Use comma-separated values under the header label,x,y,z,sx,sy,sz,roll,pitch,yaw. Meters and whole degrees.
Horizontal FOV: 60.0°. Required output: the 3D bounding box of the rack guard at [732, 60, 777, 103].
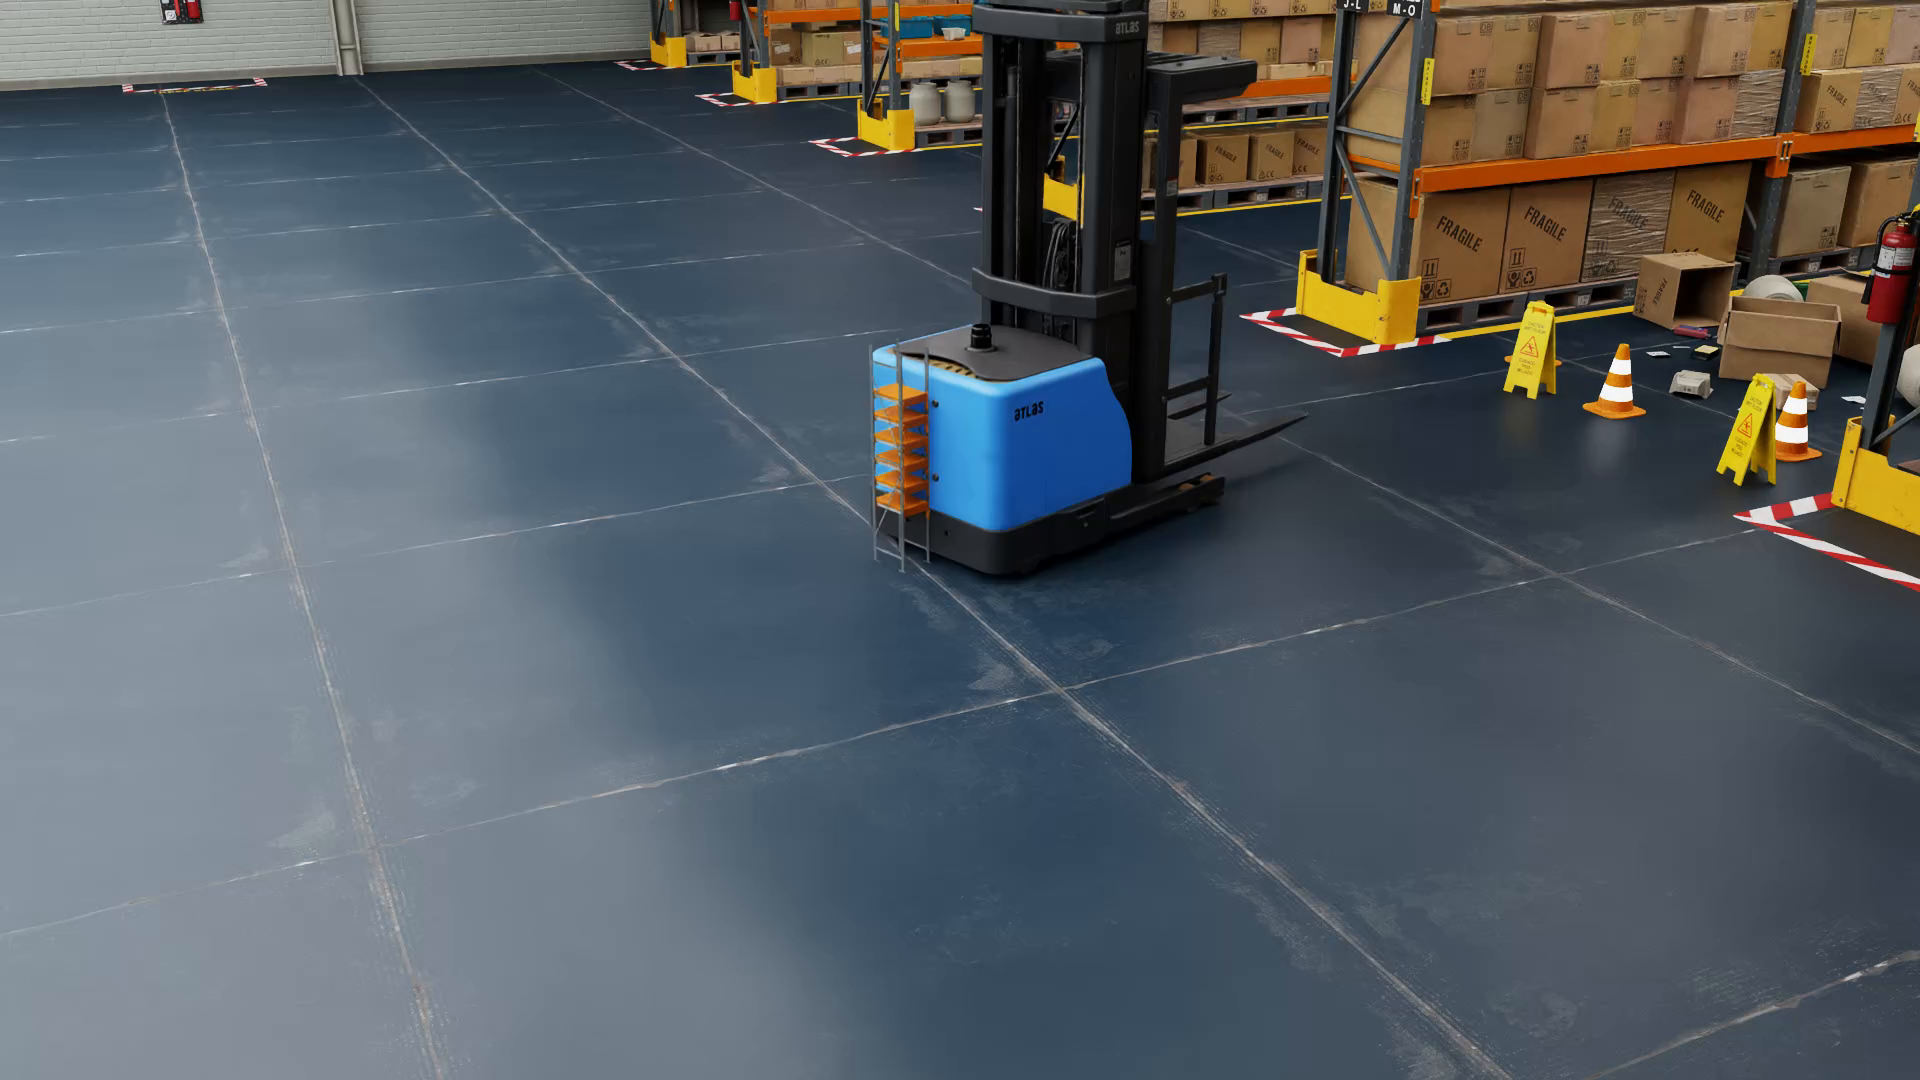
label,x,y,z,sx,sy,sz,roll,pitch,yaw
rack guard,-3.183,-7.099,25.724,0.348,0.500,1.175,-10,25,-24

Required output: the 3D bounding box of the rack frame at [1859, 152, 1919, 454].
label,x,y,z,sx,sy,sz,roll,pitch,yaw
rack frame,5.429,-1.429,8.756,0.127,3.000,1.000,-10,25,-24

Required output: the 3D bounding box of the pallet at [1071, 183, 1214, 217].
label,x,y,z,sx,sy,sz,roll,pitch,yaw
pallet,1.947,-3.691,17.866,1.213,0.211,1.003,-10,25,-24

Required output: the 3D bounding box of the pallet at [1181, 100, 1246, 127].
label,x,y,z,sx,sy,sz,roll,pitch,yaw
pallet,3.278,-6.069,23.613,1.213,0.211,1.003,-10,25,-24

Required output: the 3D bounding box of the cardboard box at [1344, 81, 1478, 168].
label,x,y,z,sx,sy,sz,roll,pitch,yaw
cardboard box,3.506,-3.264,12.994,0.550,0.550,0.875,-10,25,-24

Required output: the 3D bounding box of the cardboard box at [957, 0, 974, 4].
label,x,y,z,sx,sy,sz,roll,pitch,yaw
cardboard box,0.045,-8.892,26.656,0.500,0.500,0.700,-11,25,-25

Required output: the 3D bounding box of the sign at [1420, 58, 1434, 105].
label,x,y,z,sx,sy,sz,roll,pitch,yaw
sign,3.427,-3.362,12.191,0.005,0.325,0.100,-10,25,-24

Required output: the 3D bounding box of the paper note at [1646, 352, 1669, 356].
label,x,y,z,sx,sy,sz,roll,pitch,yaw
paper note,5.303,-1.413,12.603,0.142,0.017,0.144,-2,23,-5

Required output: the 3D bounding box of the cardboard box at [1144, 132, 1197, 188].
label,x,y,z,sx,sy,sz,roll,pitch,yaw
cardboard box,2.225,-4.092,17.908,0.500,0.500,0.500,-4,23,-10

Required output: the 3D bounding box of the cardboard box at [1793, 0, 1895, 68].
label,x,y,z,sx,sy,sz,roll,pitch,yaw
cardboard box,7.703,-4.460,14.641,0.500,0.500,0.700,-11,25,-24

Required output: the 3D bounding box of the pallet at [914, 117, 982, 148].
label,x,y,z,sx,sy,sz,roll,pitch,yaw
pallet,-0.234,-5.424,22.054,1.213,0.211,1.003,-10,25,-24

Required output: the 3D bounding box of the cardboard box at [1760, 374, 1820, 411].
label,x,y,z,sx,sy,sz,roll,pitch,yaw
cardboard box,5.733,-1.025,11.508,0.250,0.149,0.380,2,23,4

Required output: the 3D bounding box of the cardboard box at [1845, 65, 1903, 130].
label,x,y,z,sx,sy,sz,roll,pitch,yaw
cardboard box,7.841,-3.906,14.610,0.500,0.500,0.500,-10,25,-23

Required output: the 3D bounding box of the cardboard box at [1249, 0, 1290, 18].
label,x,y,z,sx,sy,sz,roll,pitch,yaw
cardboard box,3.096,-5.736,17.334,0.500,0.500,0.500,-10,25,-24

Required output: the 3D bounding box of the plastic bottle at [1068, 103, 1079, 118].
label,x,y,z,sx,sy,sz,roll,pitch,yaw
plastic bottle,1.520,-5.842,22.403,0.135,0.276,0.152,-10,24,-23

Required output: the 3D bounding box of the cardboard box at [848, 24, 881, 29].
label,x,y,z,sx,sy,sz,roll,pitch,yaw
cardboard box,-1.462,-7.973,26.632,0.500,0.500,0.500,-10,25,-24

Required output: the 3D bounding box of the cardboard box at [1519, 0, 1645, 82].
label,x,y,z,sx,sy,sz,roll,pitch,yaw
cardboard box,4.983,-4.036,13.447,0.500,0.550,0.875,-10,25,-24

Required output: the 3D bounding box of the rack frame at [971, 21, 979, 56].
label,x,y,z,sx,sy,sz,roll,pitch,yaw
rack frame,0.442,-8.922,26.858,0.127,3.000,1.000,-10,25,-24

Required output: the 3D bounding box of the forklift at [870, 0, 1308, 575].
label,x,y,z,sx,sy,sz,roll,pitch,yaw
forklift,0.908,-1.640,9.355,3.031,2.935,1.130,-21,30,-40

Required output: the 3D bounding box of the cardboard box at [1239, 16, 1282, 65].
label,x,y,z,sx,sy,sz,roll,pitch,yaw
cardboard box,2.962,-5.380,17.783,0.500,0.500,0.875,-10,25,-24

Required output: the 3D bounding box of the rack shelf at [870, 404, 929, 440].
label,x,y,z,sx,sy,sz,roll,pitch,yaw
rack shelf,-0.313,-0.614,8.630,0.180,0.103,0.258,-21,30,-40

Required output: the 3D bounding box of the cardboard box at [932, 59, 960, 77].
label,x,y,z,sx,sy,sz,roll,pitch,yaw
cardboard box,-0.335,-7.614,26.744,0.500,0.250,0.500,-10,25,-24

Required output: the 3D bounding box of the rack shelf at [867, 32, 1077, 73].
label,x,y,z,sx,sy,sz,roll,pitch,yaw
rack shelf,0.785,-6.550,22.069,4.000,0.370,1.077,-10,25,-24

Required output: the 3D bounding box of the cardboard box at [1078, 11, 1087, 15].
label,x,y,z,sx,sy,sz,roll,pitch,yaw
cardboard box,1.520,-5.666,17.165,0.500,0.500,0.500,-10,25,-24

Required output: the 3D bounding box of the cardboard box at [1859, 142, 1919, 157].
label,x,y,z,sx,sy,sz,roll,pitch,yaw
cardboard box,9.026,-3.383,15.870,0.750,0.750,1.050,-10,25,-23

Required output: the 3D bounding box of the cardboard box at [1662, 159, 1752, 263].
label,x,y,z,sx,sy,sz,roll,pitch,yaw
cardboard box,6.198,-2.913,14.572,0.875,0.875,0.875,-10,25,-23

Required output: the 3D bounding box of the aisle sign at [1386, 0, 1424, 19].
label,x,y,z,sx,sy,sz,roll,pitch,yaw
aisle sign,3.258,-4.204,12.061,0.004,0.787,0.394,-10,25,-24

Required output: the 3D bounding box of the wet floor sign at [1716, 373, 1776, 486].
label,x,y,z,sx,sy,sz,roll,pitch,yaw
wet floor sign,4.794,-0.678,10.021,0.232,0.644,0.267,-2,23,-5

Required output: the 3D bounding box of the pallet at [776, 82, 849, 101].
label,x,y,z,sx,sy,sz,roll,pitch,yaw
pallet,-2.491,-7.111,26.130,1.213,0.211,1.003,-10,25,-24

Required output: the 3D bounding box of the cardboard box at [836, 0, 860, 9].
label,x,y,z,sx,sy,sz,roll,pitch,yaw
cardboard box,-1.815,-8.547,25.821,0.500,0.500,0.700,-10,25,-23

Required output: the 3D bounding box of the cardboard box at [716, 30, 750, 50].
label,x,y,z,sx,sy,sz,roll,pitch,yaw
cardboard box,-4.137,-9.104,30.239,0.500,0.311,0.500,-8,24,-19

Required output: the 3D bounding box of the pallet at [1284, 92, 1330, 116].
label,x,y,z,sx,sy,sz,roll,pitch,yaw
pallet,5.477,-6.474,24.591,1.213,0.211,1.003,-10,25,-24

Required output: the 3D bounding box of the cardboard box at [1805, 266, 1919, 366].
label,x,y,z,sx,sy,sz,roll,pitch,yaw
cardboard box,6.753,-1.660,12.400,0.503,0.637,0.797,-10,25,-24

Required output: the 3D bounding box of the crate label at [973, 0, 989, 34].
label,x,y,z,sx,sy,sz,roll,pitch,yaw
crate label,0.524,-6.966,22.086,0.616,0.435,0.502,-10,25,-24

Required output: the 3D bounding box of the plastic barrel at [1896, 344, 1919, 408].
label,x,y,z,sx,sy,sz,roll,pitch,yaw
plastic barrel,6.634,-1.103,11.337,0.421,0.421,0.512,6,23,13

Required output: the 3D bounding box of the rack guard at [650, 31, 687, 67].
label,x,y,z,sx,sy,sz,roll,pitch,yaw
rack guard,-5.245,-8.823,29.886,0.348,0.500,1.175,-10,25,-24

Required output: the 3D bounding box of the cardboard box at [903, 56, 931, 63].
label,x,y,z,sx,sy,sz,roll,pitch,yaw
cardboard box,-0.785,-7.877,26.398,0.500,0.500,0.500,-10,25,-24

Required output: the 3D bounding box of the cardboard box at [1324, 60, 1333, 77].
label,x,y,z,sx,sy,sz,roll,pitch,yaw
cardboard box,4.012,-5.115,17.991,0.250,0.149,0.380,-10,25,-24

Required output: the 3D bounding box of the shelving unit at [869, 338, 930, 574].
label,x,y,z,sx,sy,sz,roll,pitch,yaw
shelving unit,-0.313,-0.434,8.705,0.189,1.200,0.258,-21,30,-40

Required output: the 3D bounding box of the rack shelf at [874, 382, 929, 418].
label,x,y,z,sx,sy,sz,roll,pitch,yaw
rack shelf,-0.313,-0.725,8.584,0.180,0.103,0.258,-21,30,-40

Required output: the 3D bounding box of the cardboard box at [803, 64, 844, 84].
label,x,y,z,sx,sy,sz,roll,pitch,yaw
cardboard box,-2.133,-7.278,25.934,0.500,0.250,0.500,-10,25,-24

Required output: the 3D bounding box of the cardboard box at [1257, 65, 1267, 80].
label,x,y,z,sx,sy,sz,roll,pitch,yaw
cardboard box,3.053,-4.995,17.701,0.250,0.149,0.380,-10,25,-24

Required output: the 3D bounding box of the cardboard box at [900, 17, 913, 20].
label,x,y,z,sx,sy,sz,roll,pitch,yaw
cardboard box,-1.053,-9.805,31.684,0.500,0.500,0.700,-10,24,-22

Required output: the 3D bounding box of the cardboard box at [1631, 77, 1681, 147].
label,x,y,z,sx,sy,sz,roll,pitch,yaw
cardboard box,5.445,-3.637,13.895,0.550,0.550,0.875,-10,25,-24

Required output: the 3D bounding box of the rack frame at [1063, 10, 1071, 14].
label,x,y,z,sx,sy,sz,roll,pitch,yaw
rack frame,1.895,-11.292,32.584,0.127,3.000,1.000,-10,25,-24

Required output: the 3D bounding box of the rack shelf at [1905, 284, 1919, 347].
label,x,y,z,sx,sy,sz,roll,pitch,yaw
rack shelf,7.231,-1.428,9.695,4.000,0.370,1.077,-10,25,-24

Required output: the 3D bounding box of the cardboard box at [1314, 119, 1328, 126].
label,x,y,z,sx,sy,sz,roll,pitch,yaw
cardboard box,4.358,-4.494,18.880,0.500,0.500,0.500,-11,25,-25
